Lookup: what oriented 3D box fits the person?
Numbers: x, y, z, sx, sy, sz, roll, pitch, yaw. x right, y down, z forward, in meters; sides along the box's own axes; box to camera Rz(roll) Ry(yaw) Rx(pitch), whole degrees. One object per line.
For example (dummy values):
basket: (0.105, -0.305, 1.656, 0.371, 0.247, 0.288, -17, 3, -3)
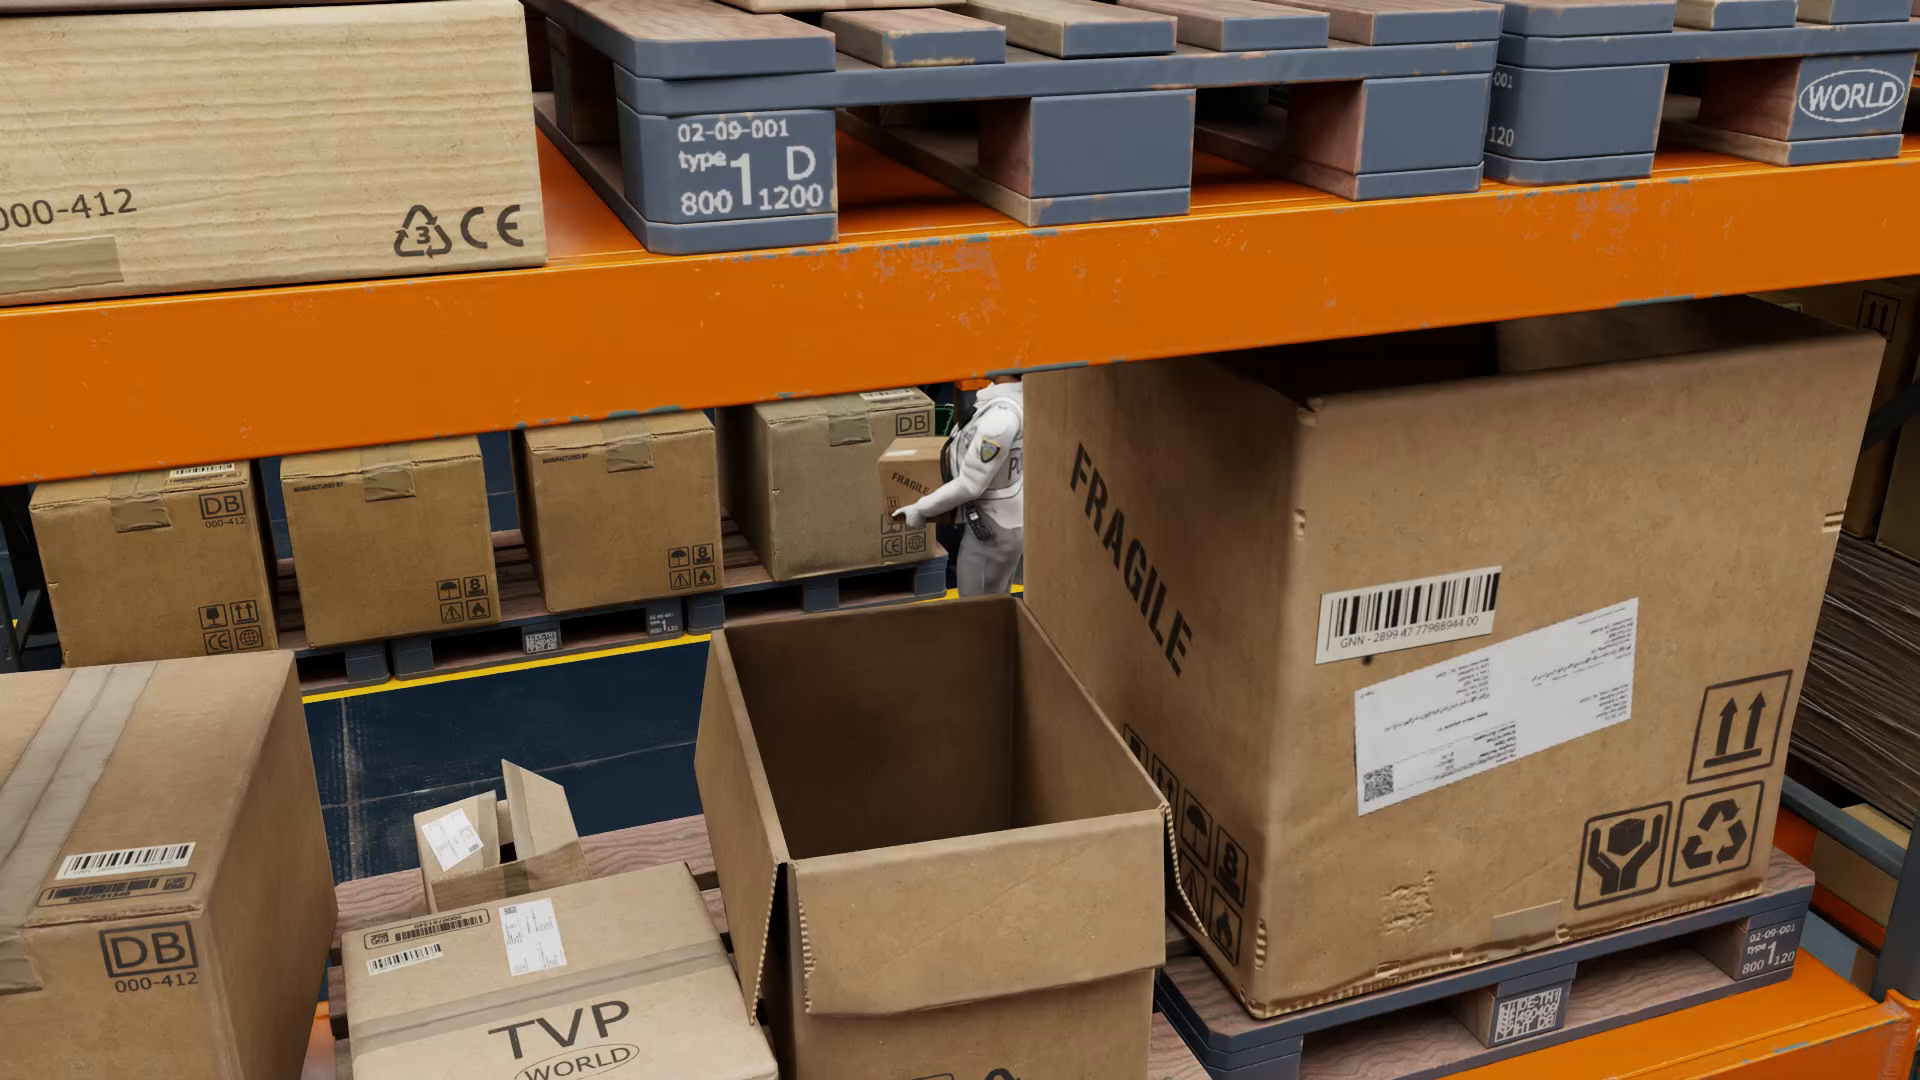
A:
person: (0.056, -0.052, 6.188, 0.562, 1.686, 0.459, 5, 23, 12)
